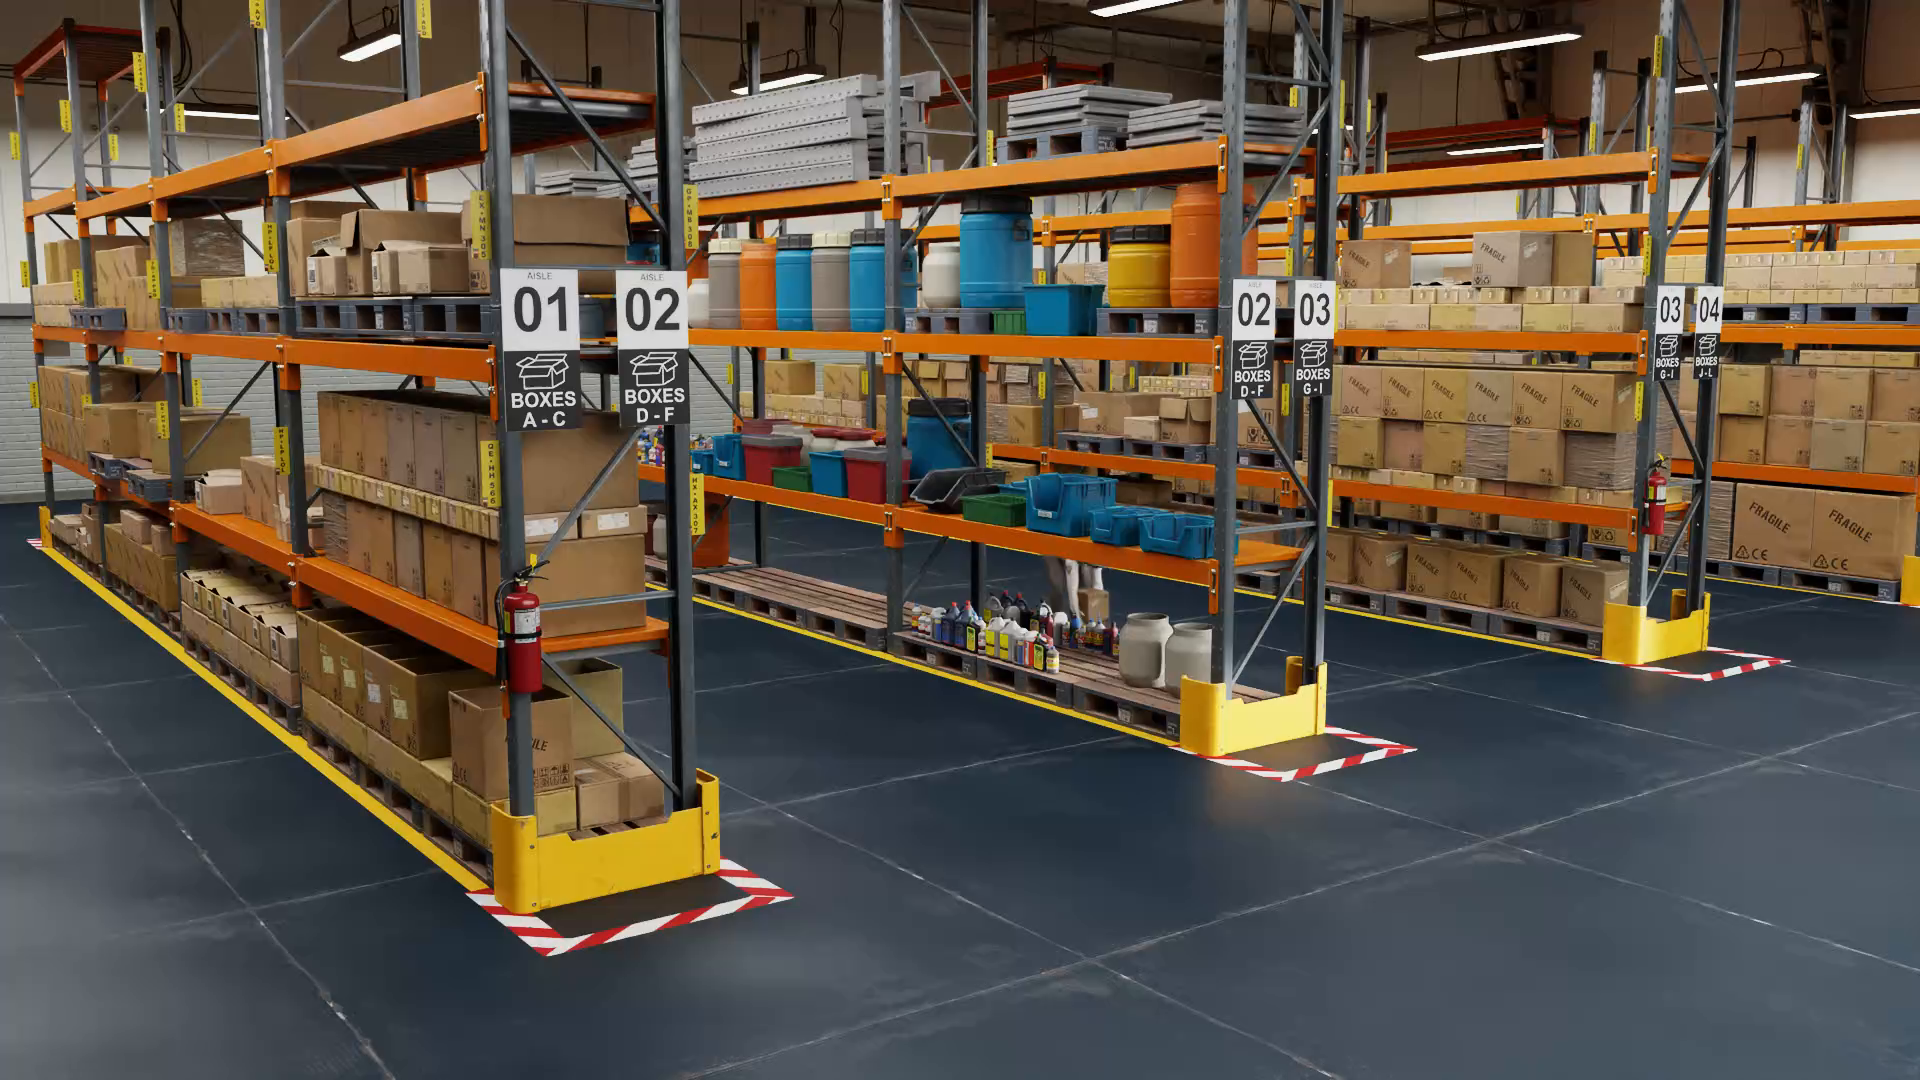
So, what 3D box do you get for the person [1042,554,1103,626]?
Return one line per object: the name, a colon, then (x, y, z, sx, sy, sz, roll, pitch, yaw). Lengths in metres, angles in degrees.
person: (1.096, 0.379, 15.538, 0.431, 0.990, 0.912, -5, 9, -30)
